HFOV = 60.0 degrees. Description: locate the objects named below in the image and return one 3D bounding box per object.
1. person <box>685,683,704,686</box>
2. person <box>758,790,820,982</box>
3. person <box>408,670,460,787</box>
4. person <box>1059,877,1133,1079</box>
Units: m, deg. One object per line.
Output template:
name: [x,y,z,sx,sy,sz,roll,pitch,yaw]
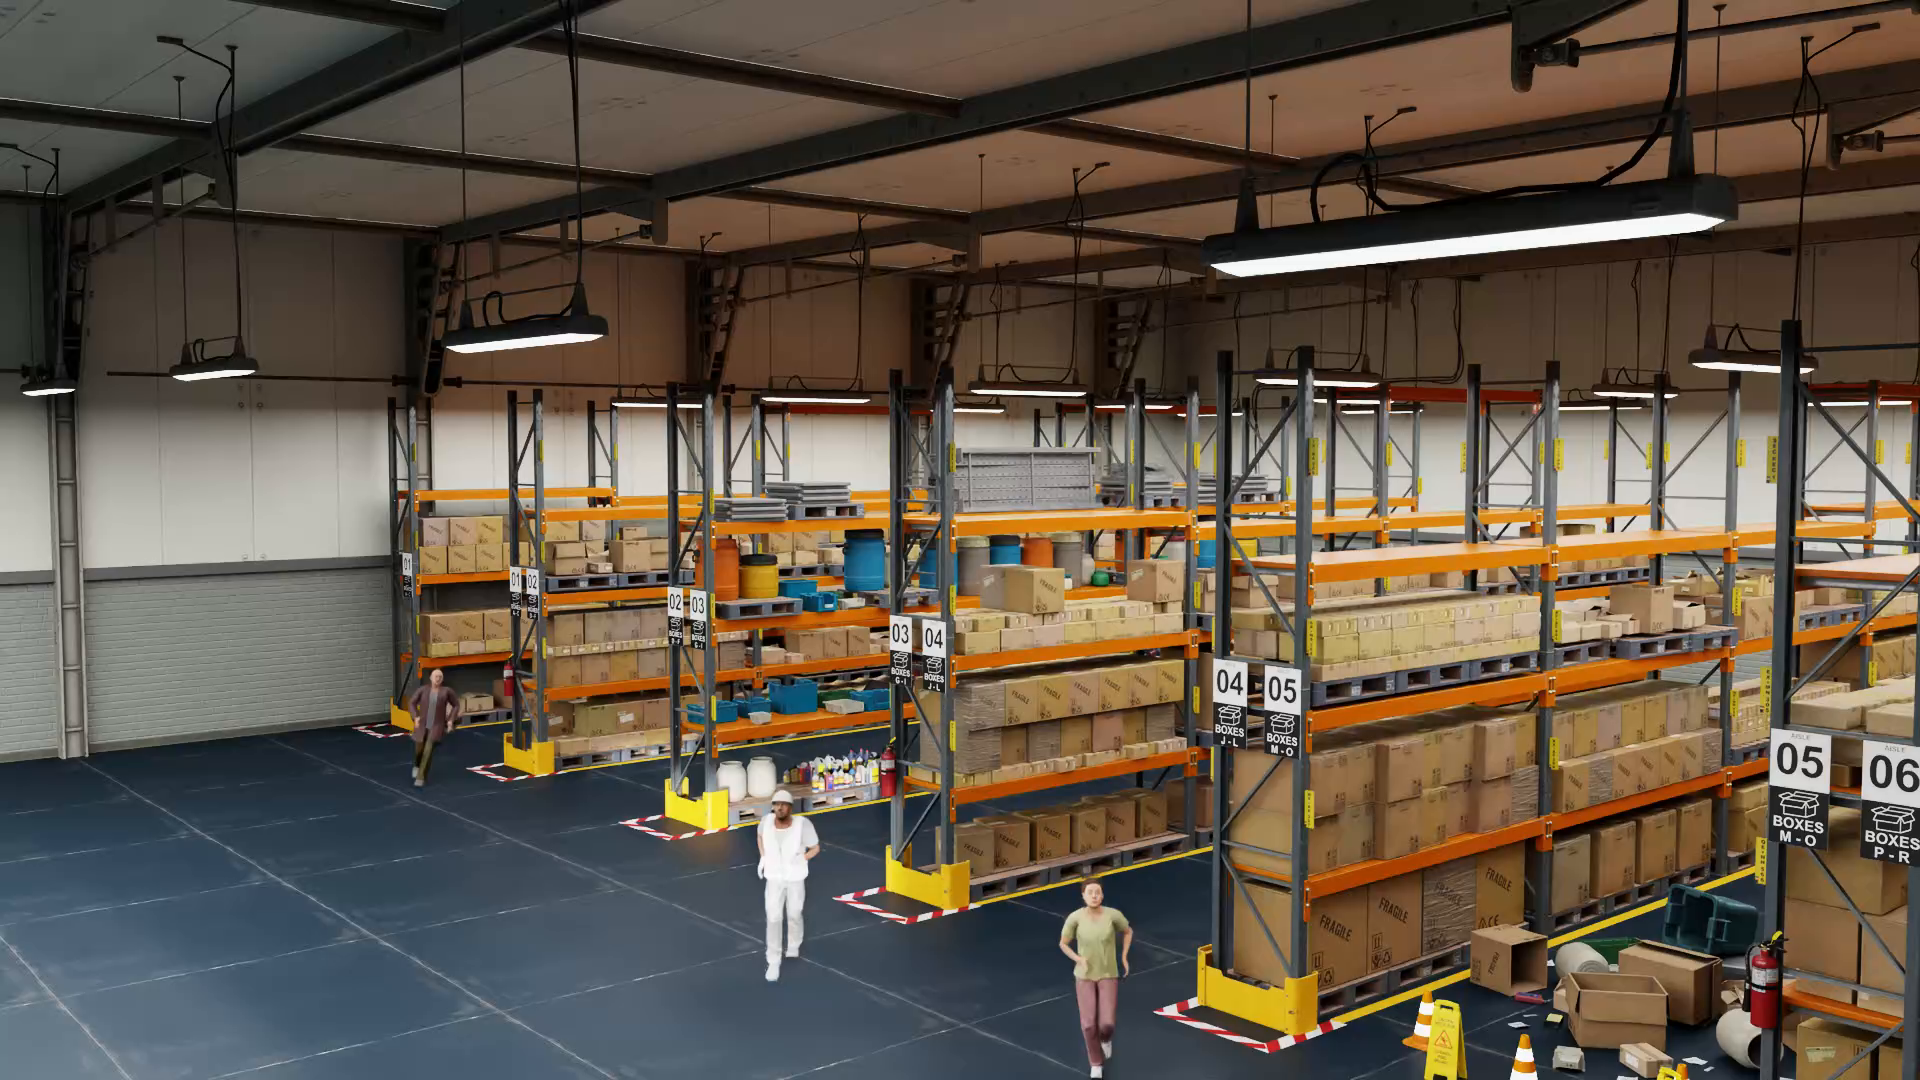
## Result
person: [-4.831,2.586,30.395,0.557,1.600,0.606,-3,5,-44]
person: [-1.682,3.325,16.269,0.640,1.813,0.859,0,3,1]
person: [-7.974,2.825,25.220,0.760,1.729,0.819,-1,3,-12]
person: [1.106,3.557,13.555,0.598,1.625,0.571,0,3,6]
